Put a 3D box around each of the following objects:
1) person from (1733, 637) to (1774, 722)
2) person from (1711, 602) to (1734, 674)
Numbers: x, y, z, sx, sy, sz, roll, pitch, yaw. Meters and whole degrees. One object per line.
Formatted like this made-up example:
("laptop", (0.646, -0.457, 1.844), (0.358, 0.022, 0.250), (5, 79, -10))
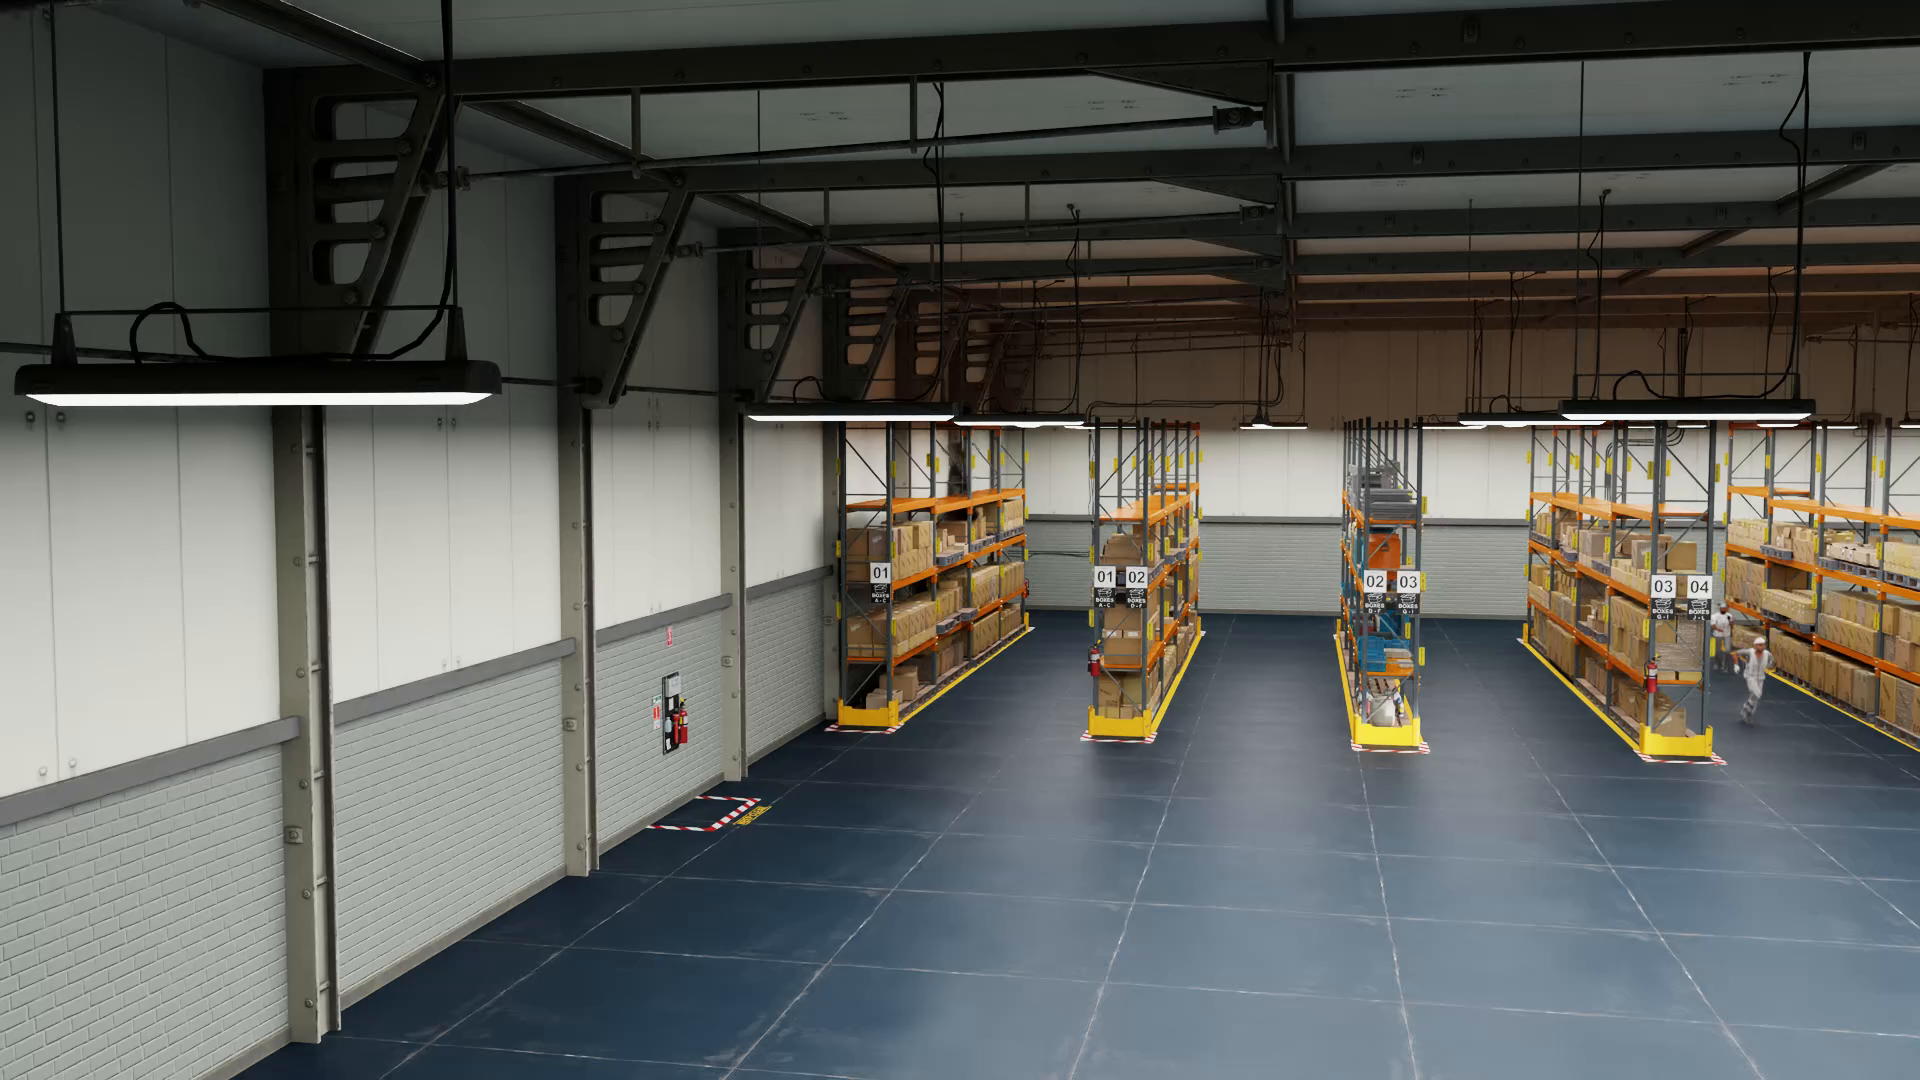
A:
("person", (15.538, 2.731, 32.525), (0.642, 1.700, 0.885), (0, 4, -5))
("person", (18.161, 2.326, 39.622), (0.525, 1.741, 0.767), (1, 4, 18))
